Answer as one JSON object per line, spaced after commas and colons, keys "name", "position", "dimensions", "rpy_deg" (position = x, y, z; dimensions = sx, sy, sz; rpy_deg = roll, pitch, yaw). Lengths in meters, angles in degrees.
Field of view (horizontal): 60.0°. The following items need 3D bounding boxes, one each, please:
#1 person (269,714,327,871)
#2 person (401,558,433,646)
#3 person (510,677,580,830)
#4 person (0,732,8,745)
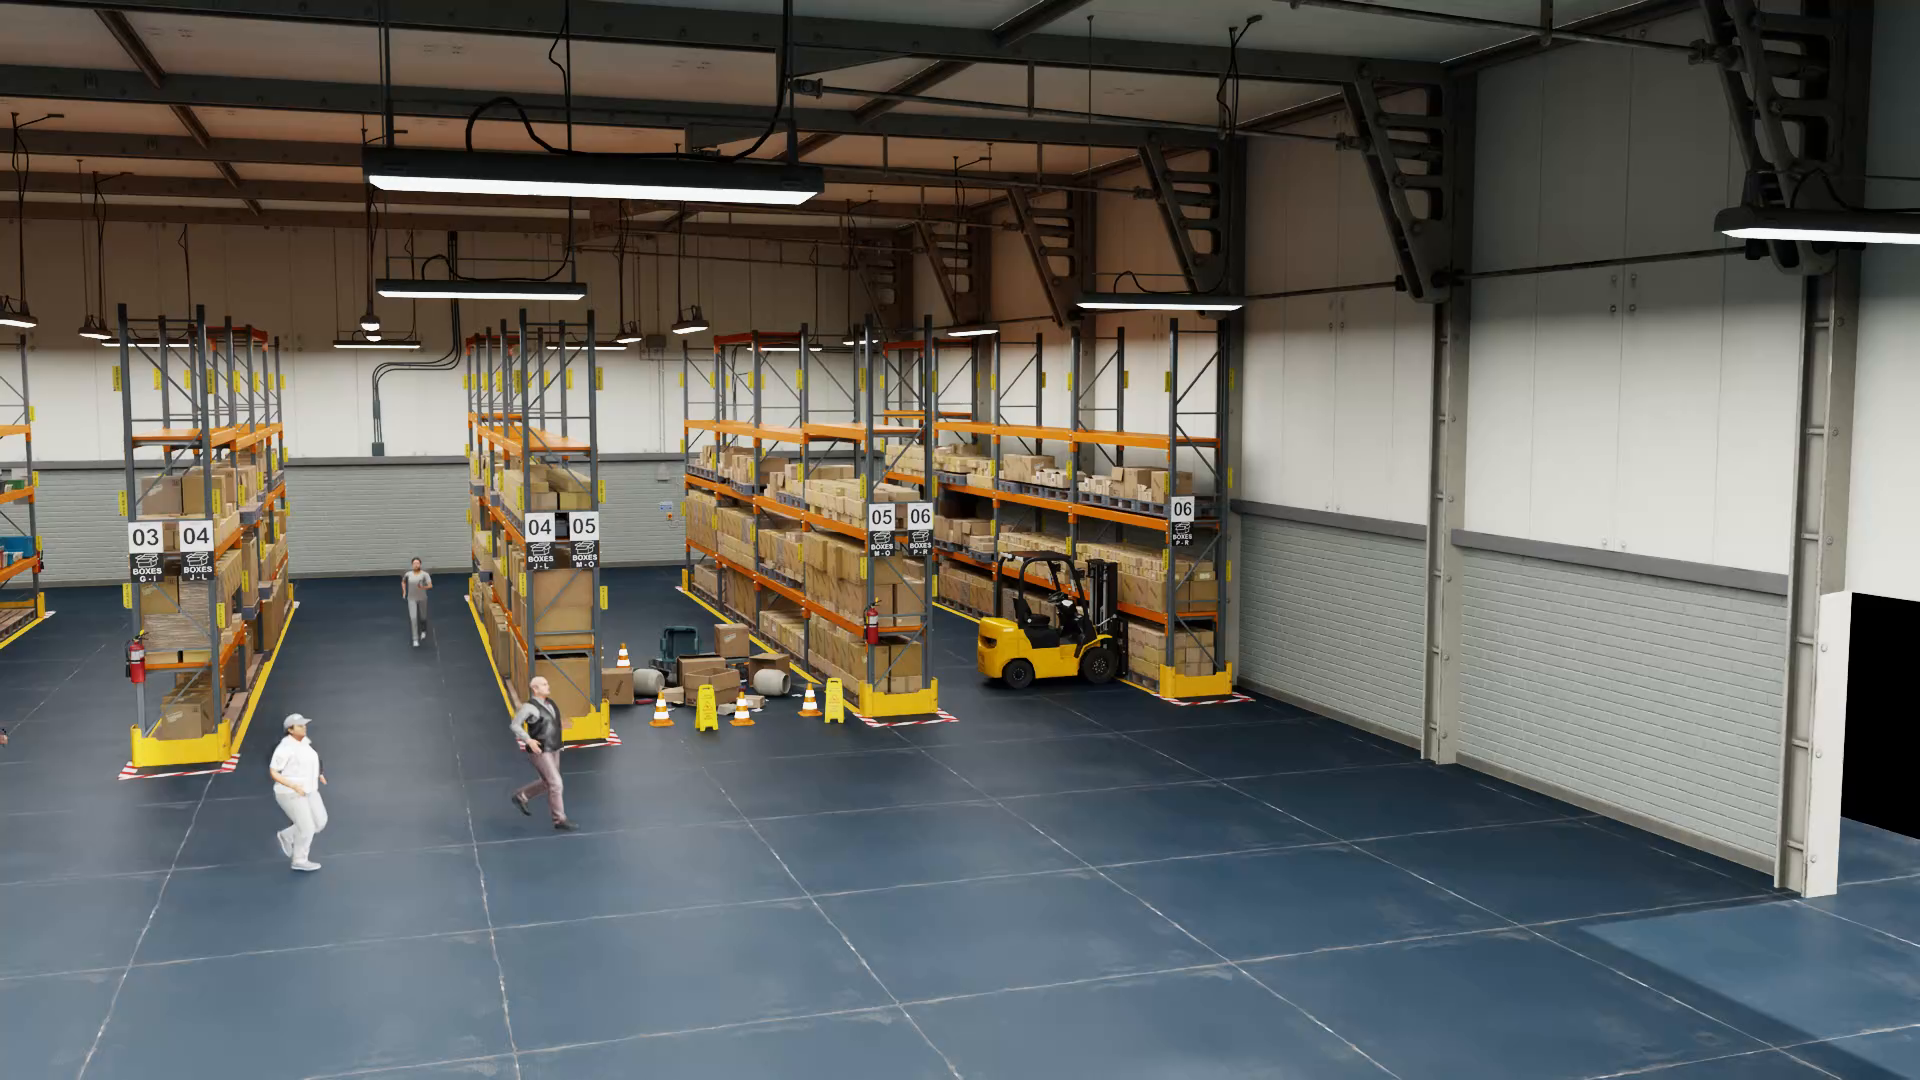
{"name": "person", "position": [-6.789, 2.582, 17.053], "dimensions": [0.472, 1.622, 0.594], "rpy_deg": [1, 6, 12]}
{"name": "person", "position": [-10.335, 1.152, 31.666], "dimensions": [0.570, 1.646, 0.960], "rpy_deg": [-2, 6, -16]}
{"name": "person", "position": [-4.686, 2.377, 18.664], "dimensions": [0.930, 1.697, 0.666], "rpy_deg": [2, 6, 17]}
{"name": "person", "position": [-10.620, 2.422, 17.956], "dimensions": [0.733, 1.766, 0.682], "rpy_deg": [1, 5, 7]}
